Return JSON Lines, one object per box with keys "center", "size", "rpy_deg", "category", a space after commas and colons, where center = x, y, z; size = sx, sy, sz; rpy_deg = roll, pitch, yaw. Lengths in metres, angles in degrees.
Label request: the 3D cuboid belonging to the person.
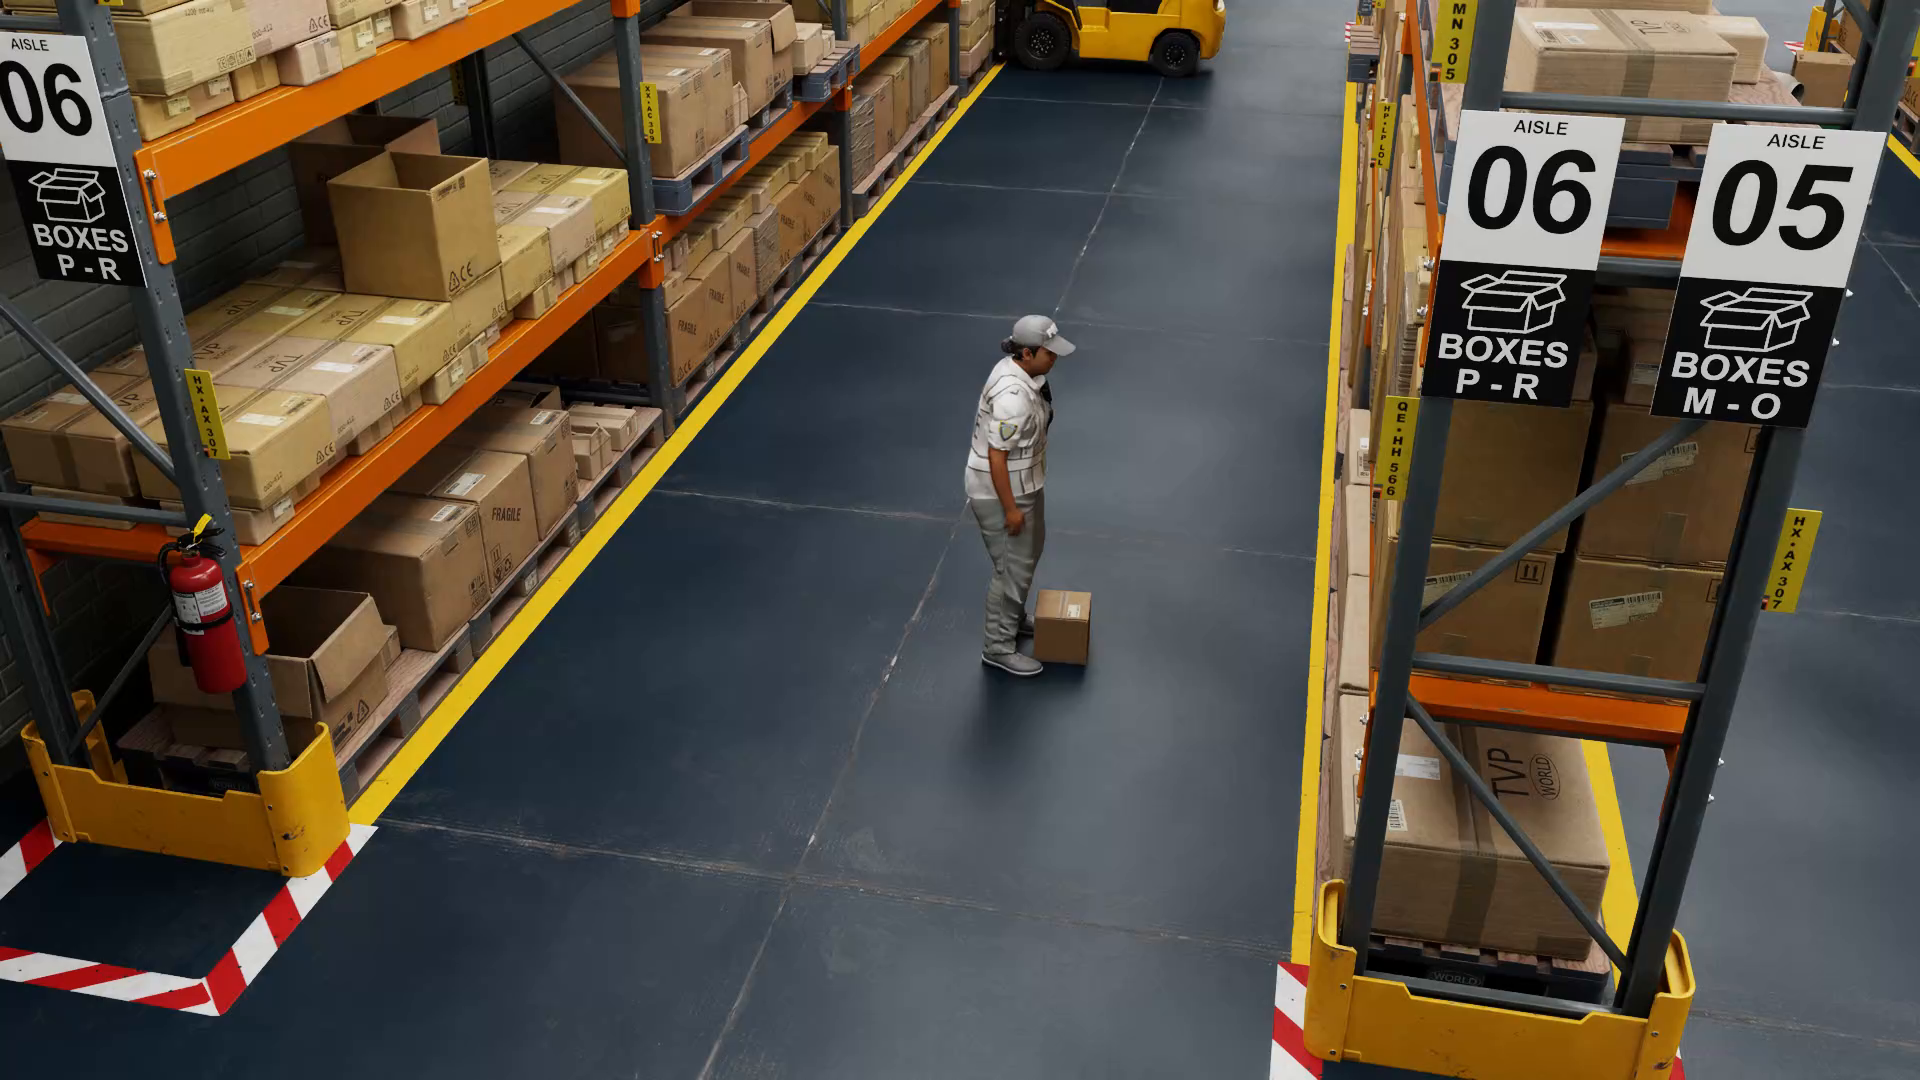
{"center": [0.265, -0.228, 7.529], "size": [0.466, 1.666, 0.538], "rpy_deg": [6, 30, 11], "category": "person"}
